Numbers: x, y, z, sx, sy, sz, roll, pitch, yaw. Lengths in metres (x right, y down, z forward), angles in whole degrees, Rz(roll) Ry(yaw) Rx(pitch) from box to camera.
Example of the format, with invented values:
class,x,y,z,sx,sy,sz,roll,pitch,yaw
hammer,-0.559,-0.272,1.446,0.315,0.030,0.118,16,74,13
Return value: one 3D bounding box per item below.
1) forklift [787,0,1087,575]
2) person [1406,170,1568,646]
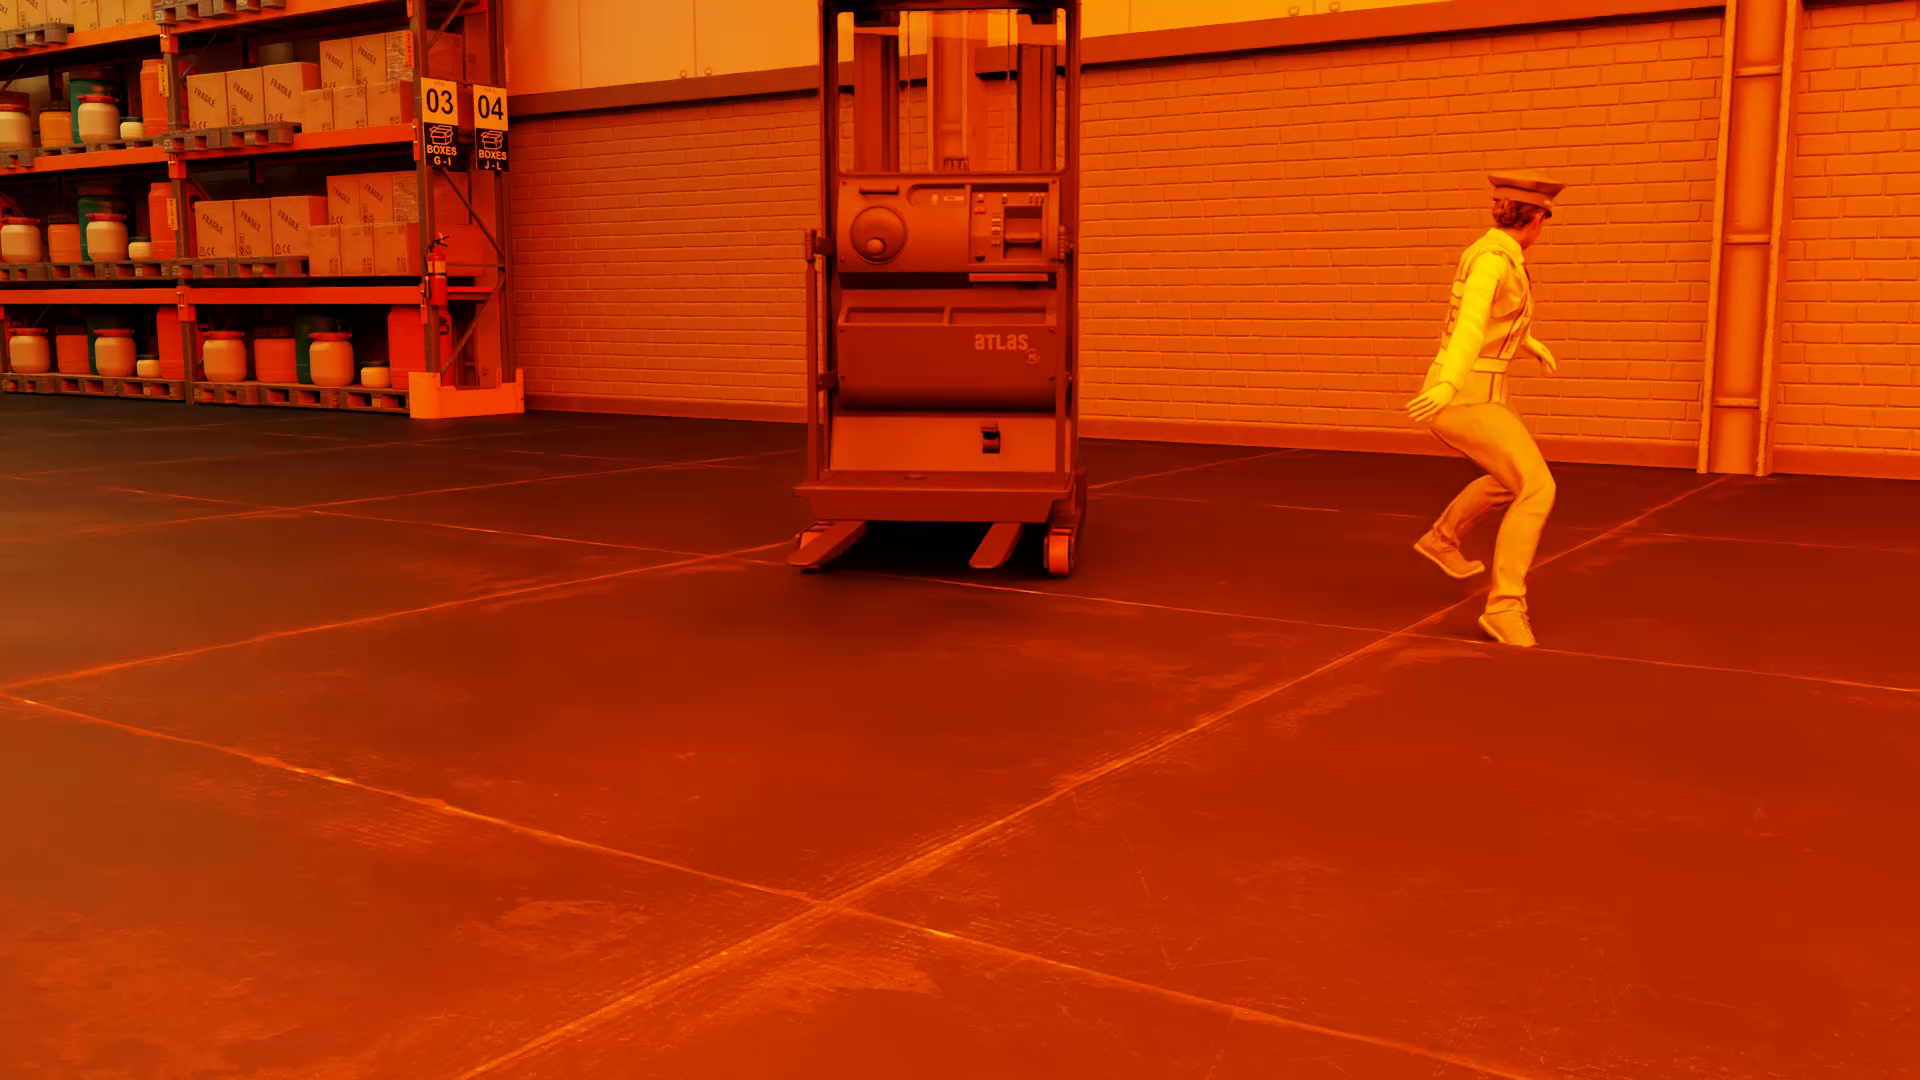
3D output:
class,x,y,z,sx,sy,sz,roll,pitch,yaw
forklift,-0.069,-1.359,6.747,1.130,2.935,3.031,1,8,6
person,1.778,-0.434,5.594,0.503,1.589,1.097,3,9,20
